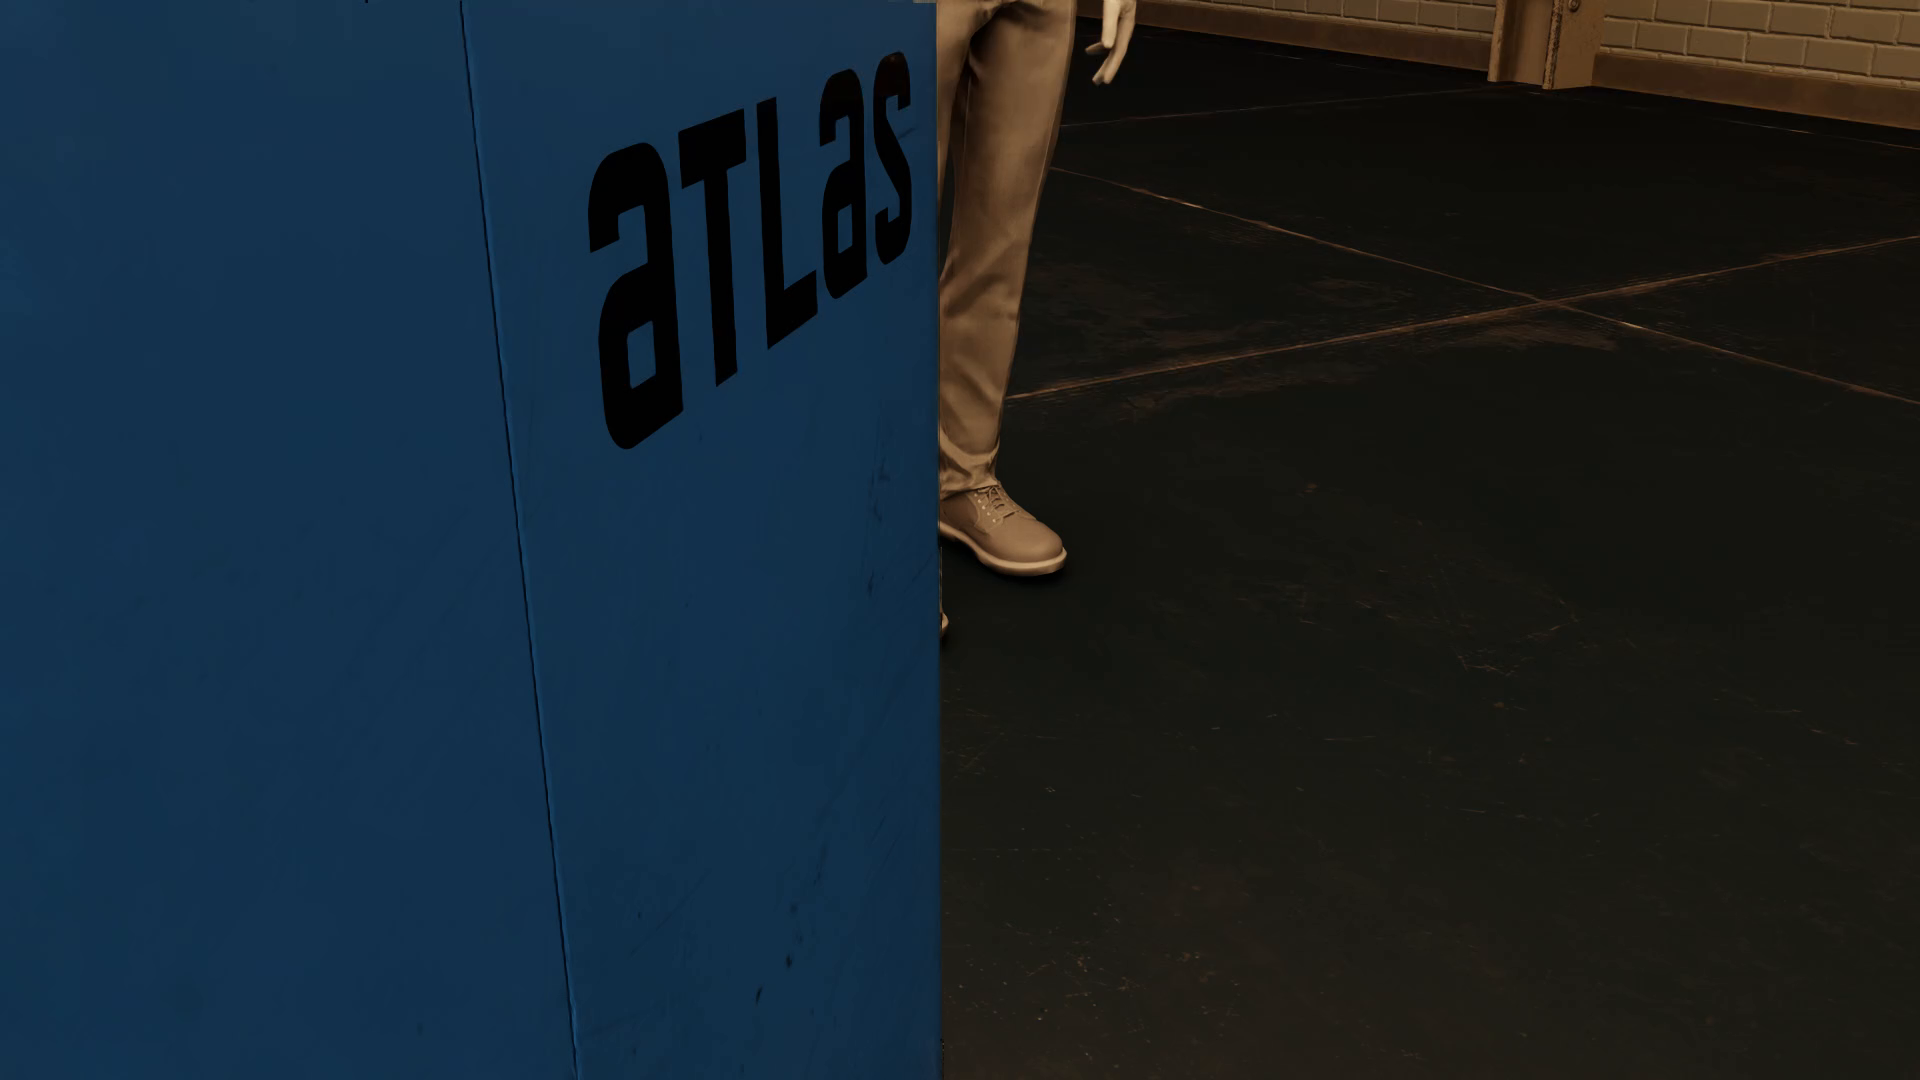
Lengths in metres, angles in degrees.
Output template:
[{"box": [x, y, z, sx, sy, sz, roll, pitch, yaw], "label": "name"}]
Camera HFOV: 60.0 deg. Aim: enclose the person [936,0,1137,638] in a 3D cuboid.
[{"box": [0.029, -0.766, 2.252, 0.587, 1.694, 0.529, -12, 25, -28], "label": "person"}]
